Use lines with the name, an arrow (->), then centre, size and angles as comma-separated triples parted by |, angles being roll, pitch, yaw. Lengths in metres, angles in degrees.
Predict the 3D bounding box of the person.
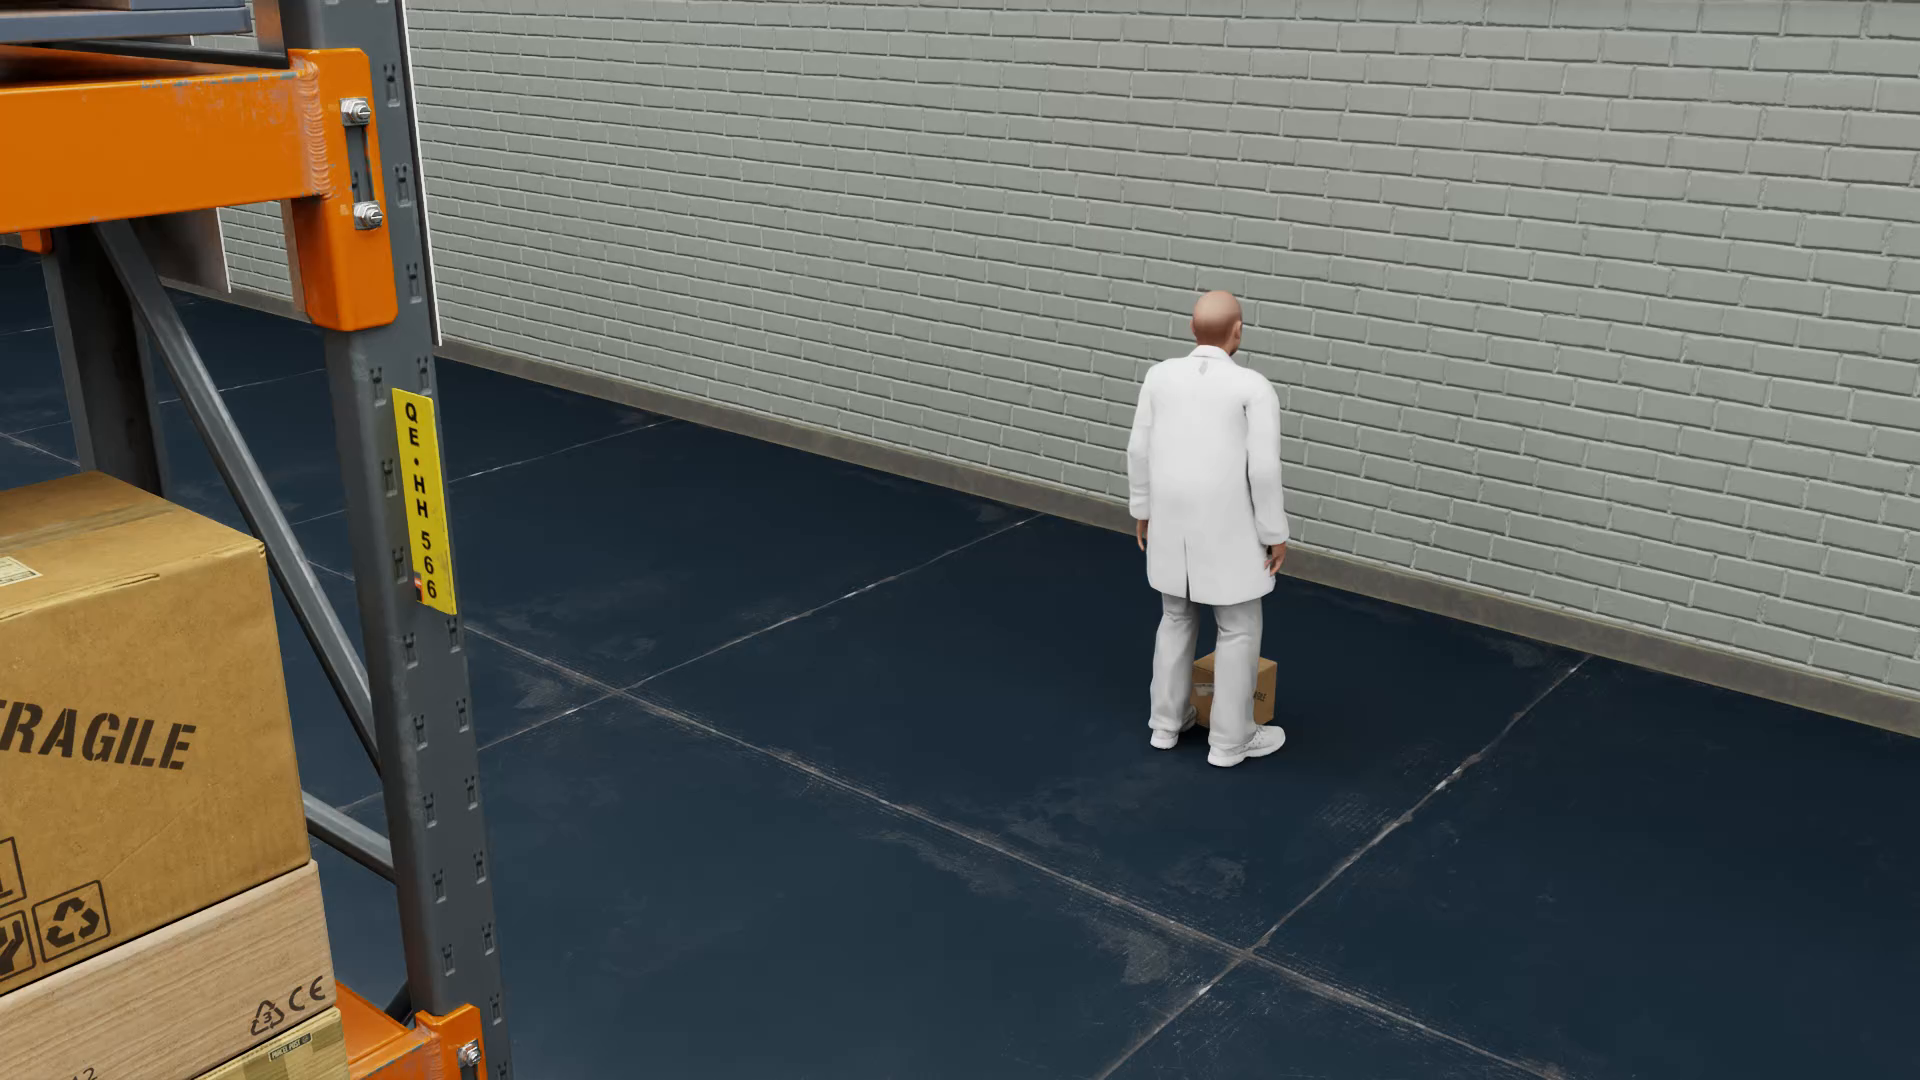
person -> 0.924, -0.044, 6.220 | 0.648, 1.772, 0.429 | 14, 24, 33
